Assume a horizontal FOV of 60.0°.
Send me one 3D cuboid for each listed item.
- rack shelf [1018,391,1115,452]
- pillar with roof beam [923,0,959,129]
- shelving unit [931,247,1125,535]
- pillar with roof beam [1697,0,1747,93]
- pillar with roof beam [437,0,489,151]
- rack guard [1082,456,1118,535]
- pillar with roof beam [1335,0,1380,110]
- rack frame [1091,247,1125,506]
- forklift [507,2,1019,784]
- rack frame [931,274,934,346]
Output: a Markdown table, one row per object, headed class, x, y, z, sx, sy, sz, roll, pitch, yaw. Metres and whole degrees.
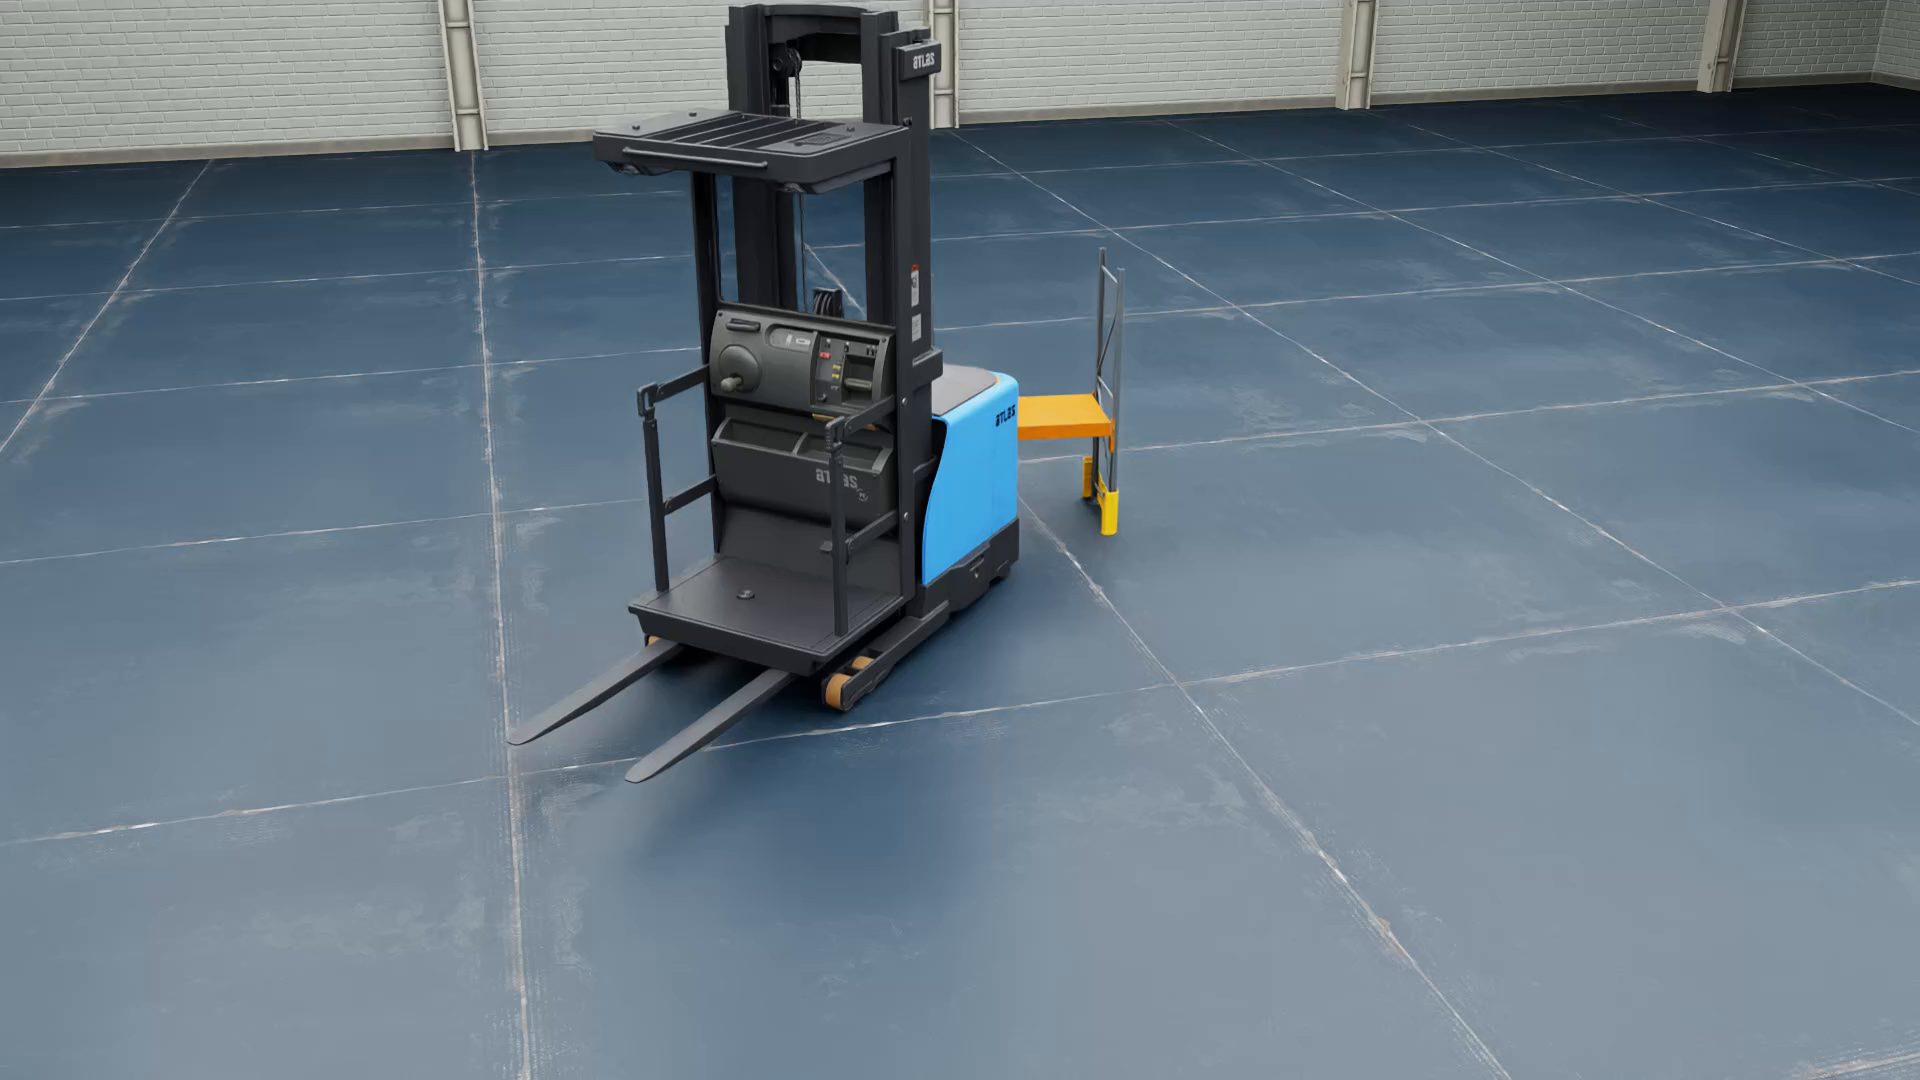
| class | x | y | z | sx | sy | sz | roll | pitch | yaw |
| --- | --- | --- | --- | --- | --- | --- | --- | --- | --- |
| rack shelf | 0.318 | -0.644 | 9.304 | 1.000 | 0.185 | 0.538 | -3 | 23 | -7 |
| pillar with roof beam | 0.921 | -7.969 | 16.410 | 0.400 | 9.000 | 9.100 | -6 | 24 | -14 |
| shelving unit | 0.309 | -0.808 | 9.232 | 1.083 | 1.500 | 0.587 | -3 | 23 | -7 |
| pillar with roof beam | 12.475 | -9.247 | 19.389 | 0.400 | 9.000 | 9.100 | -6 | 24 | -14 |
| pillar with roof beam | -4.856 | -7.330 | 14.921 | 0.400 | 9.000 | 9.100 | -6 | 24 | -14 |
| rack guard | 0.802 | -0.261 | 9.542 | 0.087 | 0.250 | 0.587 | -3 | 23 | -7 |
| pillar with roof beam | 6.698 | -8.608 | 17.900 | 0.400 | 9.000 | 9.100 | -6 | 24 | -14 |
| rack frame | 0.821 | -0.837 | 9.298 | 0.032 | 1.500 | 0.500 | -3 | 23 | -7 |
| forklift | -0.833 | -0.783 | 7.357 | 1.130 | 2.935 | 3.031 | 12 | 26 | 26 |
| rack frame | -0.186 | -0.781 | 9.169 | 0.032 | 1.500 | 0.500 | -3 | 23 | -7 |
